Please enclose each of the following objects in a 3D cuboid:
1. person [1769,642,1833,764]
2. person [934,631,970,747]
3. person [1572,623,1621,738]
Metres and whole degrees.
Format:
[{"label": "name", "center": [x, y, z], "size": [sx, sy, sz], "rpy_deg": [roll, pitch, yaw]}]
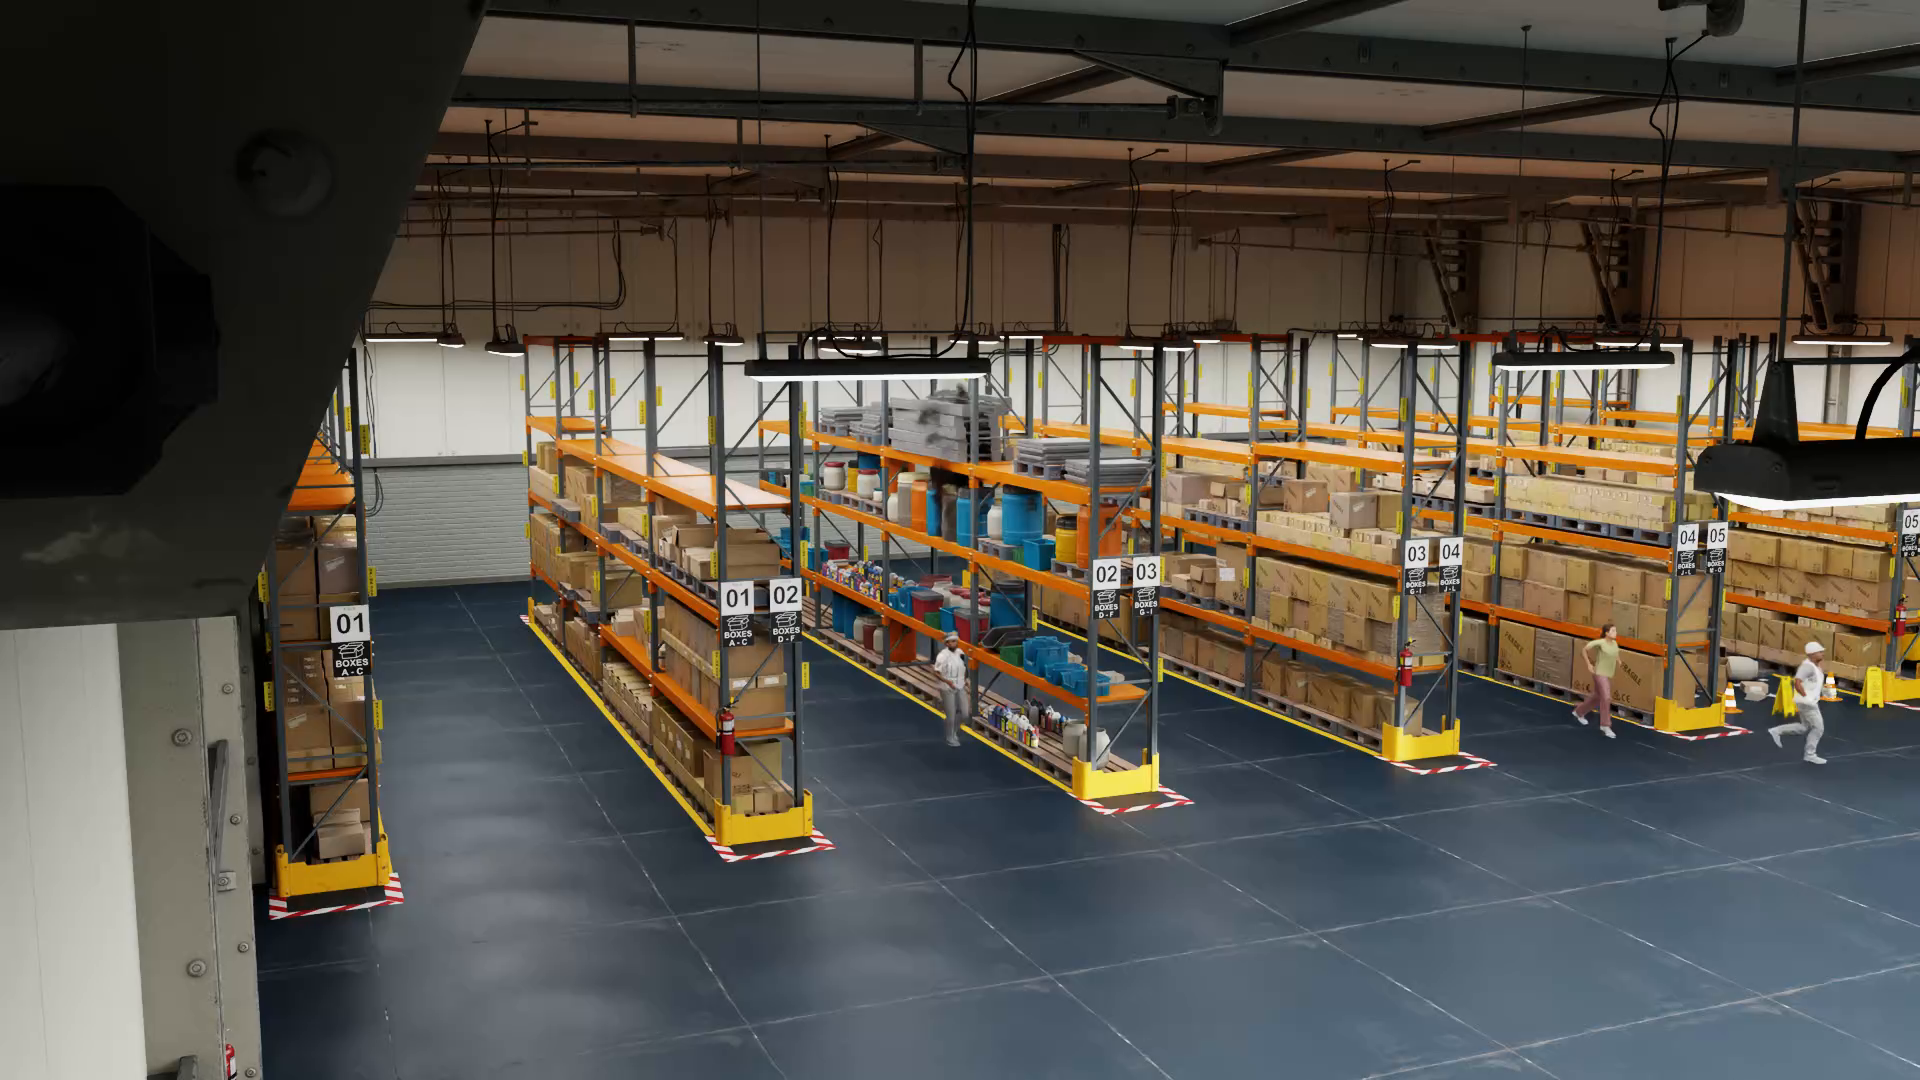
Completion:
[{"label": "person", "center": [12.085, 2.310, 23.858], "size": [0.759, 1.742, 0.664], "rpy_deg": [5, 9, 31]}, {"label": "person", "center": [-0.078, 2.104, 23.482], "size": [0.550, 1.678, 0.513], "rpy_deg": [-5, 9, -31]}, {"label": "person", "center": [9.916, 2.108, 25.654], "size": [0.594, 1.685, 0.907], "rpy_deg": [-5, 9, -31]}]
